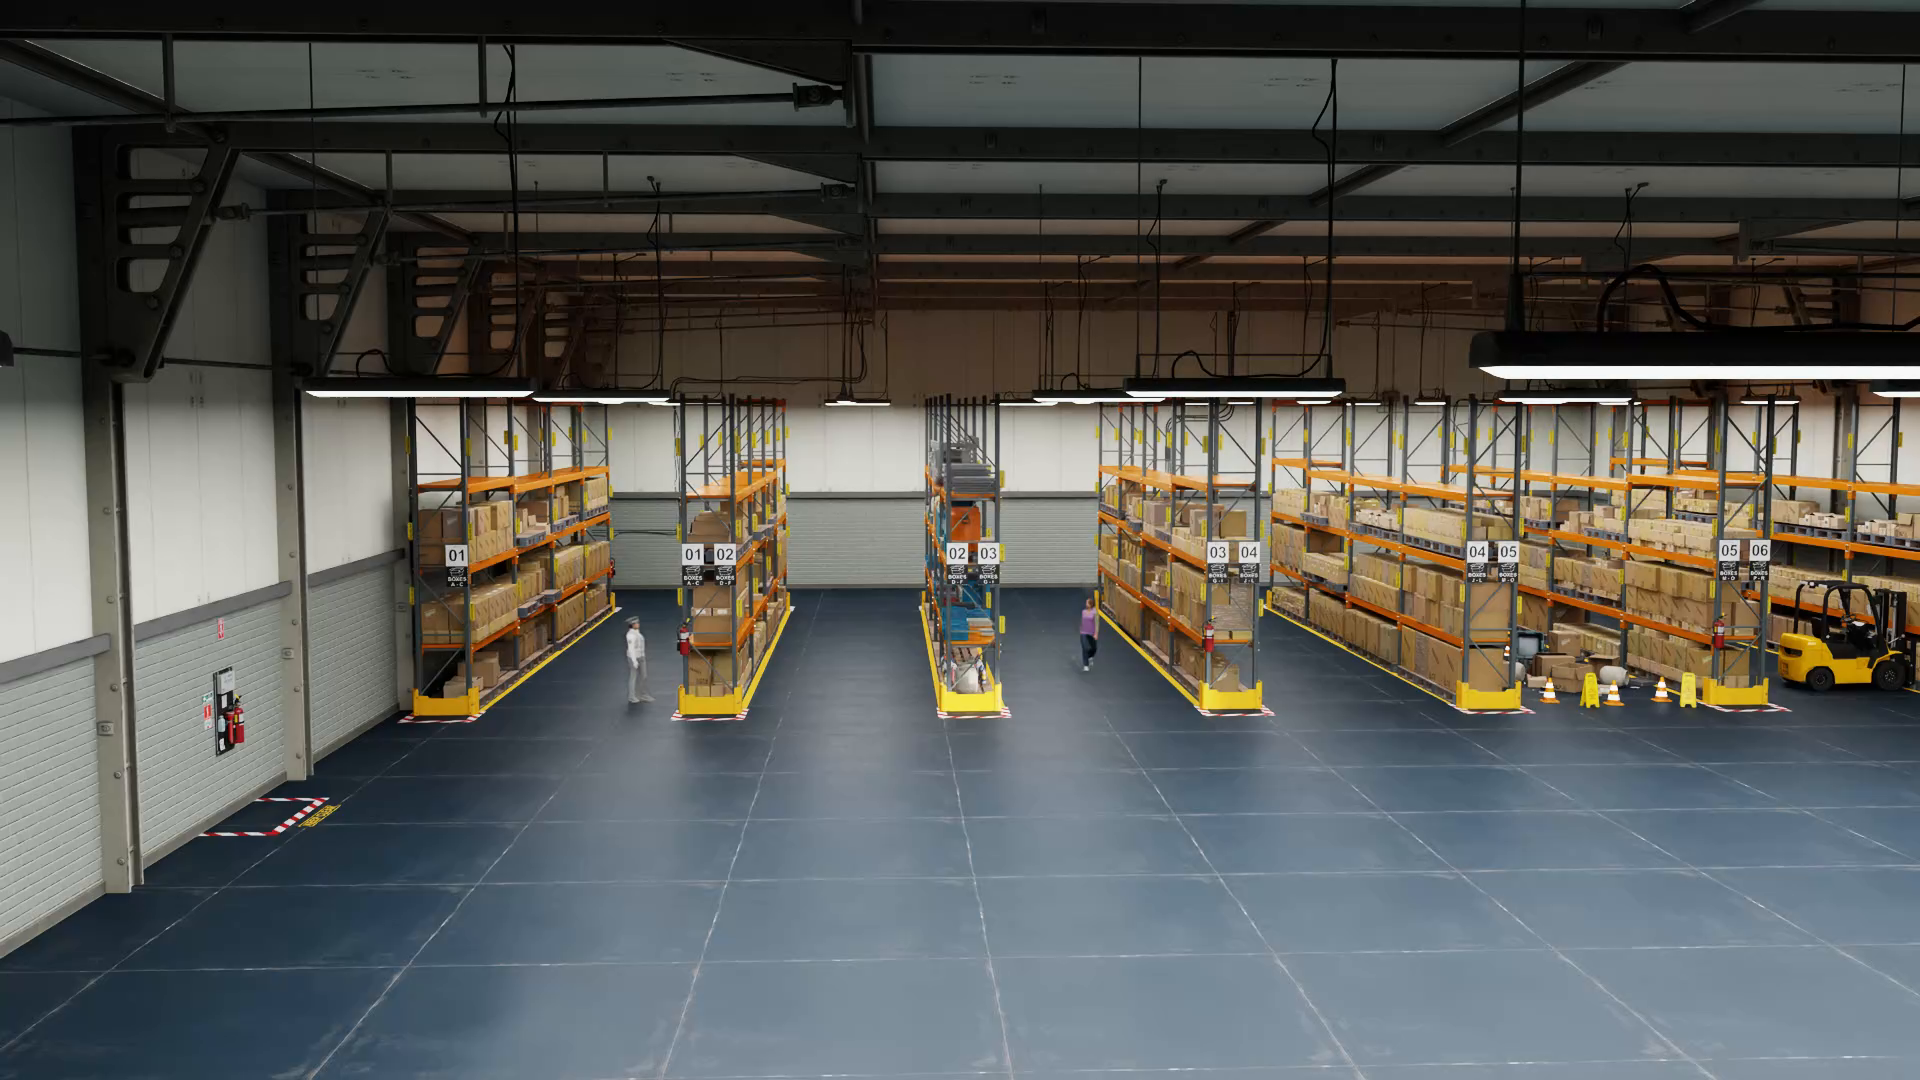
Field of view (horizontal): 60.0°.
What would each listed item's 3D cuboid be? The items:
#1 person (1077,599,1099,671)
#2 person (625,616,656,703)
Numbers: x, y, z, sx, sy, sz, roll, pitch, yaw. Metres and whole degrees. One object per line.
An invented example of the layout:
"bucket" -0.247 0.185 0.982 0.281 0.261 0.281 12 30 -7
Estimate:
"person" 2.786 2.058 36.336 0.467 1.556 0.624 0 5 -6
"person" -6.261 2.328 32.473 0.532 1.706 0.529 2 5 26
